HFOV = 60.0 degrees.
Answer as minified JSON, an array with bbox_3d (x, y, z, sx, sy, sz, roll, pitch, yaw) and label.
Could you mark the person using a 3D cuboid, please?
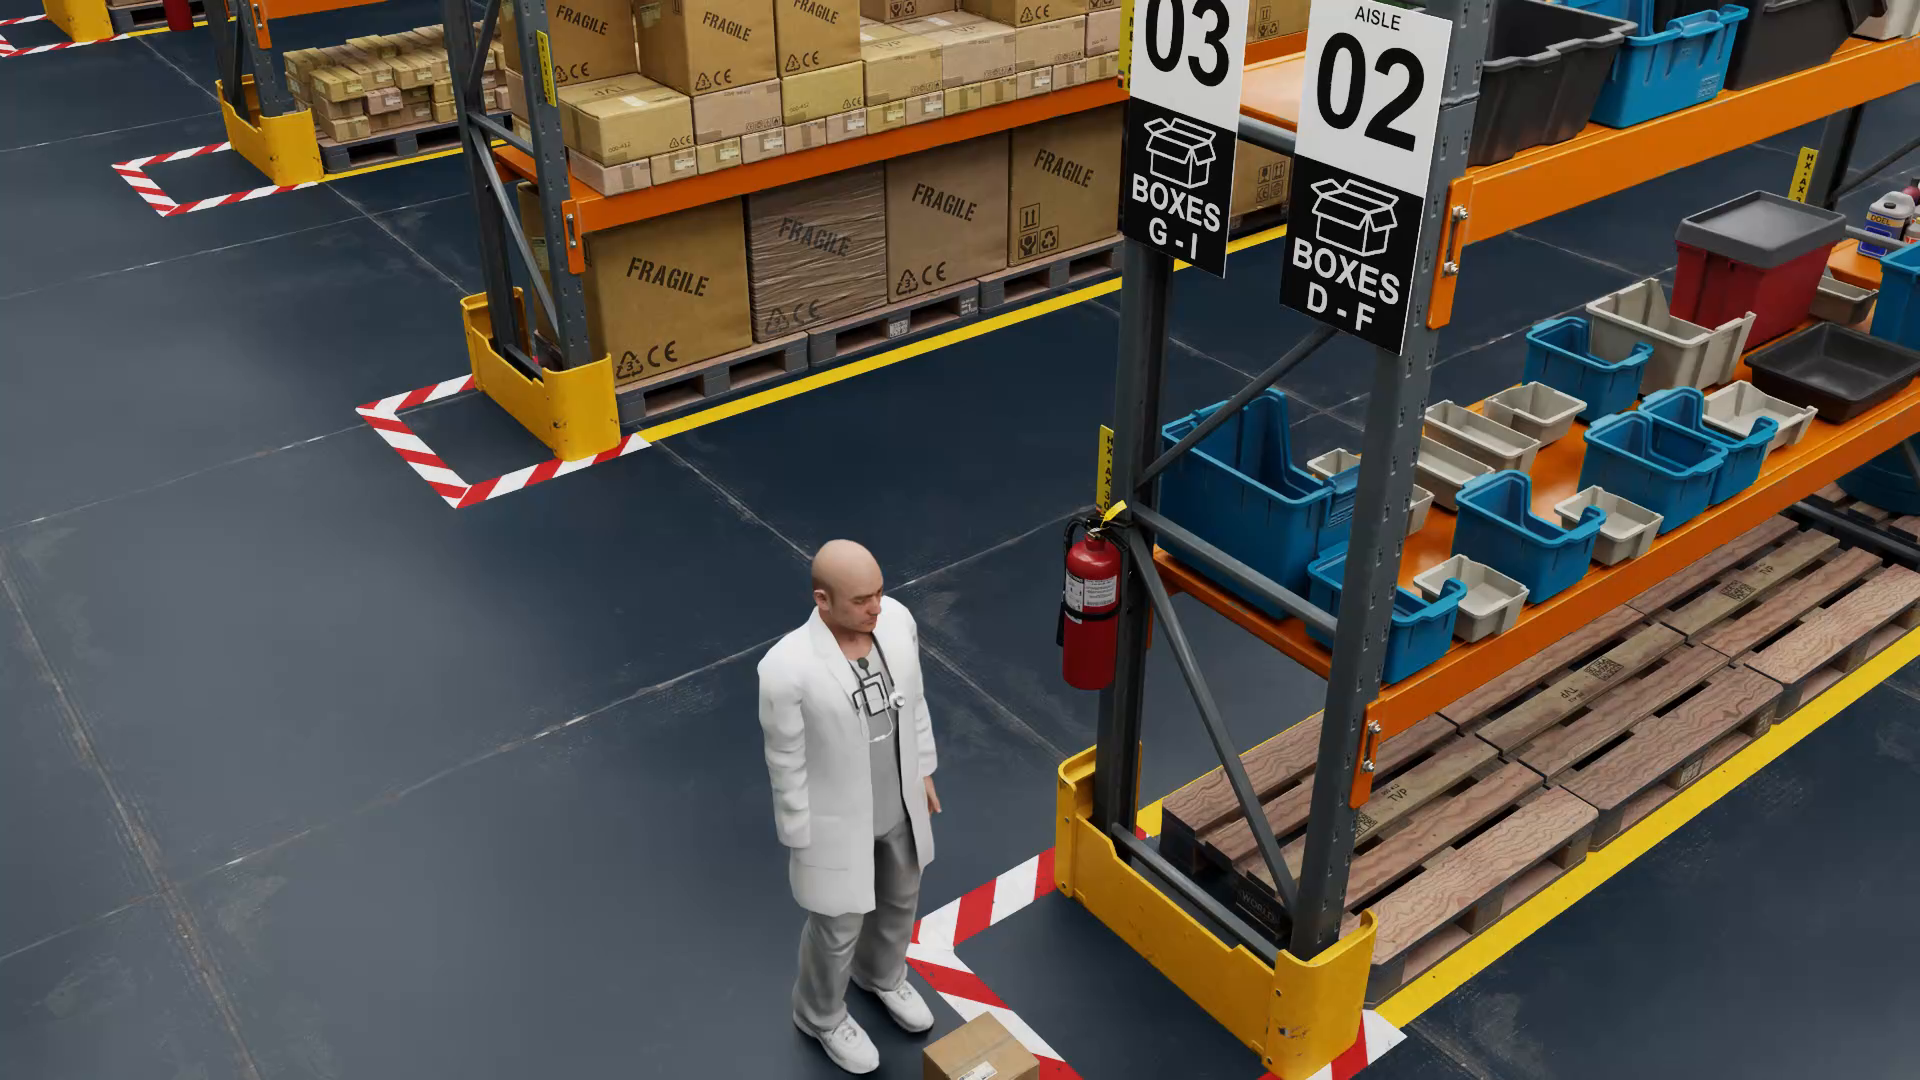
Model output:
[{"bbox_3d":[-0.287,0.782,4.891,0.561,1.777,0.374,-26,40,-35],"label":"person"}]
